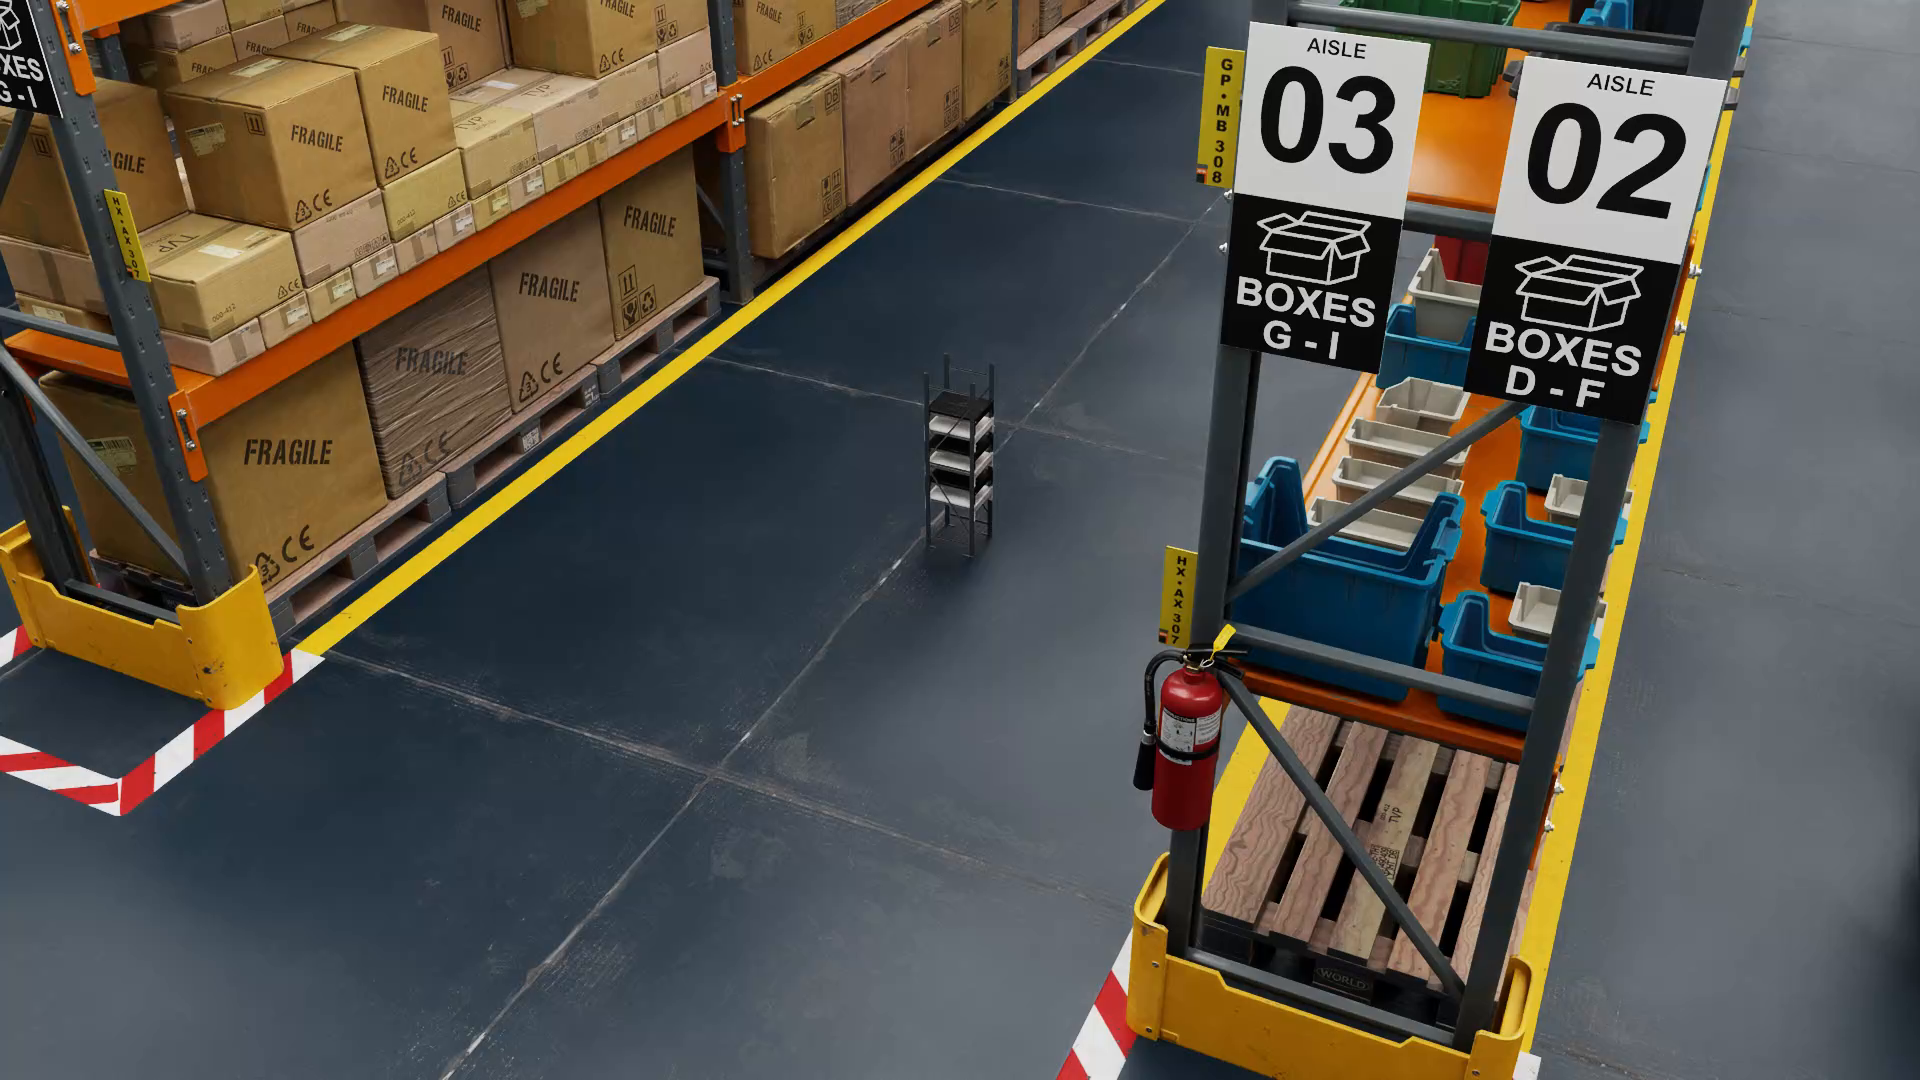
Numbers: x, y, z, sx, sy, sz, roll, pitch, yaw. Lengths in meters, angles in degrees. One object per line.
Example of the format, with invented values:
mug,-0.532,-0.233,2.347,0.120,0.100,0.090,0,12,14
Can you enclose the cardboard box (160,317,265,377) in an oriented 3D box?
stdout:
cardboard box,-2.935,-0.782,6.436,0.380,0.149,0.250,15,36,21

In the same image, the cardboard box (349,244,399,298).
cardboard box,-2.614,-1.168,7.024,0.380,0.149,0.250,14,36,20

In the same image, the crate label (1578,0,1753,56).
crate label,1.795,-1.227,4.286,0.408,0.251,0.502,14,36,20

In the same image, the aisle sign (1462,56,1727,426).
aisle sign,1.355,-0.633,3.609,0.394,0.787,0.004,14,36,20

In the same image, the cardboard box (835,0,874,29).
cardboard box,-0.871,-3.491,10.248,0.500,0.500,0.500,13,36,19

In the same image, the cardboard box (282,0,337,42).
cardboard box,-5.195,-3.932,12.907,0.500,0.500,0.500,15,36,21

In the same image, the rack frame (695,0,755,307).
rack frame,-1.709,-2.778,9.251,1.000,3.000,0.127,14,36,20

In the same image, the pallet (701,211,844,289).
pallet,-1.455,-2.013,10.628,1.003,0.211,1.213,14,36,20

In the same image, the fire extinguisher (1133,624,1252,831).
fire extinguisher,0.640,0.510,4.648,0.296,0.674,0.183,14,36,20

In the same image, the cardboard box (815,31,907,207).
cardboard box,-1.087,-2.834,10.891,1.225,0.875,0.875,13,35,19

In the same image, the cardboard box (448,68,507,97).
cardboard box,-2.568,-2.160,8.174,0.500,0.250,0.500,15,36,22

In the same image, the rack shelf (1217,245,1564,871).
rack shelf,1.952,-0.345,6.196,1.077,0.370,4.000,14,36,20

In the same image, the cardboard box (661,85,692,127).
cardboard box,-1.647,-2.317,8.778,0.380,0.149,0.250,15,36,21

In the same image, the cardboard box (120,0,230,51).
cardboard box,-5.623,-3.717,11.897,0.500,0.250,0.500,13,35,18

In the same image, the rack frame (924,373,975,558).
rack frame,-0.046,-0.322,7.420,0.240,0.900,0.006,14,36,20

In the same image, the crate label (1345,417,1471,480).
crate label,1.521,-0.297,5.654,0.396,0.136,0.243,14,36,20

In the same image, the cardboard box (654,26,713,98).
cardboard box,-1.656,-2.560,8.783,0.500,0.250,0.500,14,36,20

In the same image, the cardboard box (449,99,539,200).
cardboard box,-2.298,-1.796,7.618,0.500,0.250,0.500,13,36,20

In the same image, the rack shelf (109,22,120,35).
rack shelf,-5.335,-4.661,12.780,1.077,0.370,4.000,14,36,20

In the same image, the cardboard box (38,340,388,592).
cardboard box,-3.188,-0.410,7.194,0.875,0.875,0.875,14,36,20

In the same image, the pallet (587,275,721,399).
pallet,-2.099,-1.251,9.466,1.003,0.211,1.213,14,36,20

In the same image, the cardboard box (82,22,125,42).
cardboard box,-6.090,-3.839,12.082,0.500,0.250,0.500,13,36,19

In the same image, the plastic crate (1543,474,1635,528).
plastic crate,2.011,-0.090,5.338,0.250,0.136,0.298,14,36,20

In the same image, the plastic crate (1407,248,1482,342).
plastic crate,1.983,-0.899,6.439,0.437,0.282,0.530,14,36,20

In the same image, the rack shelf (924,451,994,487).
rack shelf,-0.003,-0.344,7.515,0.258,0.077,0.200,14,36,20

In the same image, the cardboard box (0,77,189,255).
cardboard box,-3.418,-1.464,6.429,0.500,0.500,0.500,15,36,21

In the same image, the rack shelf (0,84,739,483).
rack shelf,-2.546,-1.481,7.929,1.077,0.370,4.000,14,36,20

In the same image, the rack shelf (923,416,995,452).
rack shelf,-0.003,-0.495,7.417,0.258,0.077,0.200,14,36,20

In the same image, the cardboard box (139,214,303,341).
cardboard box,-2.937,-1.025,6.443,0.500,0.250,0.500,13,36,19

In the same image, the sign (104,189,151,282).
sign,-2.881,-1.051,5.755,0.100,0.325,0.005,14,36,20

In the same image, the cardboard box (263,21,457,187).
cardboard box,-2.516,-1.847,7.012,0.500,0.500,0.500,13,35,19

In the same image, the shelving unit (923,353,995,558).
shelving unit,-0.003,-0.372,7.497,0.258,0.900,0.210,14,36,20

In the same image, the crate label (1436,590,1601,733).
crate label,1.518,0.348,4.582,0.416,0.233,0.303,14,36,20

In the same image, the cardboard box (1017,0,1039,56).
cardboard box,0.226,-4.247,13.370,0.700,0.500,0.500,12,35,18

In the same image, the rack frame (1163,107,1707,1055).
rack frame,1.116,0.350,4.480,1.000,3.000,0.127,14,36,20

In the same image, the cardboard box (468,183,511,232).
cardboard box,-2.292,-1.548,7.605,0.380,0.149,0.250,13,36,19

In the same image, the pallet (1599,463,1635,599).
pallet,2.517,-0.100,7.711,1.003,0.211,1.213,14,36,20

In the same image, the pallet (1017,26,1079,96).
pallet,0.292,-3.993,13.647,1.003,0.211,1.213,14,36,20

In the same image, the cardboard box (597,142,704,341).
cardboard box,-2.058,-1.755,9.245,0.875,0.875,0.875,14,36,20

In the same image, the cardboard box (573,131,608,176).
cardboard box,-1.970,-1.933,8.192,0.380,0.149,0.250,15,36,21

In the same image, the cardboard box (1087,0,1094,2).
cardboard box,0.911,-5.088,14.653,0.700,0.500,0.500,11,35,16
